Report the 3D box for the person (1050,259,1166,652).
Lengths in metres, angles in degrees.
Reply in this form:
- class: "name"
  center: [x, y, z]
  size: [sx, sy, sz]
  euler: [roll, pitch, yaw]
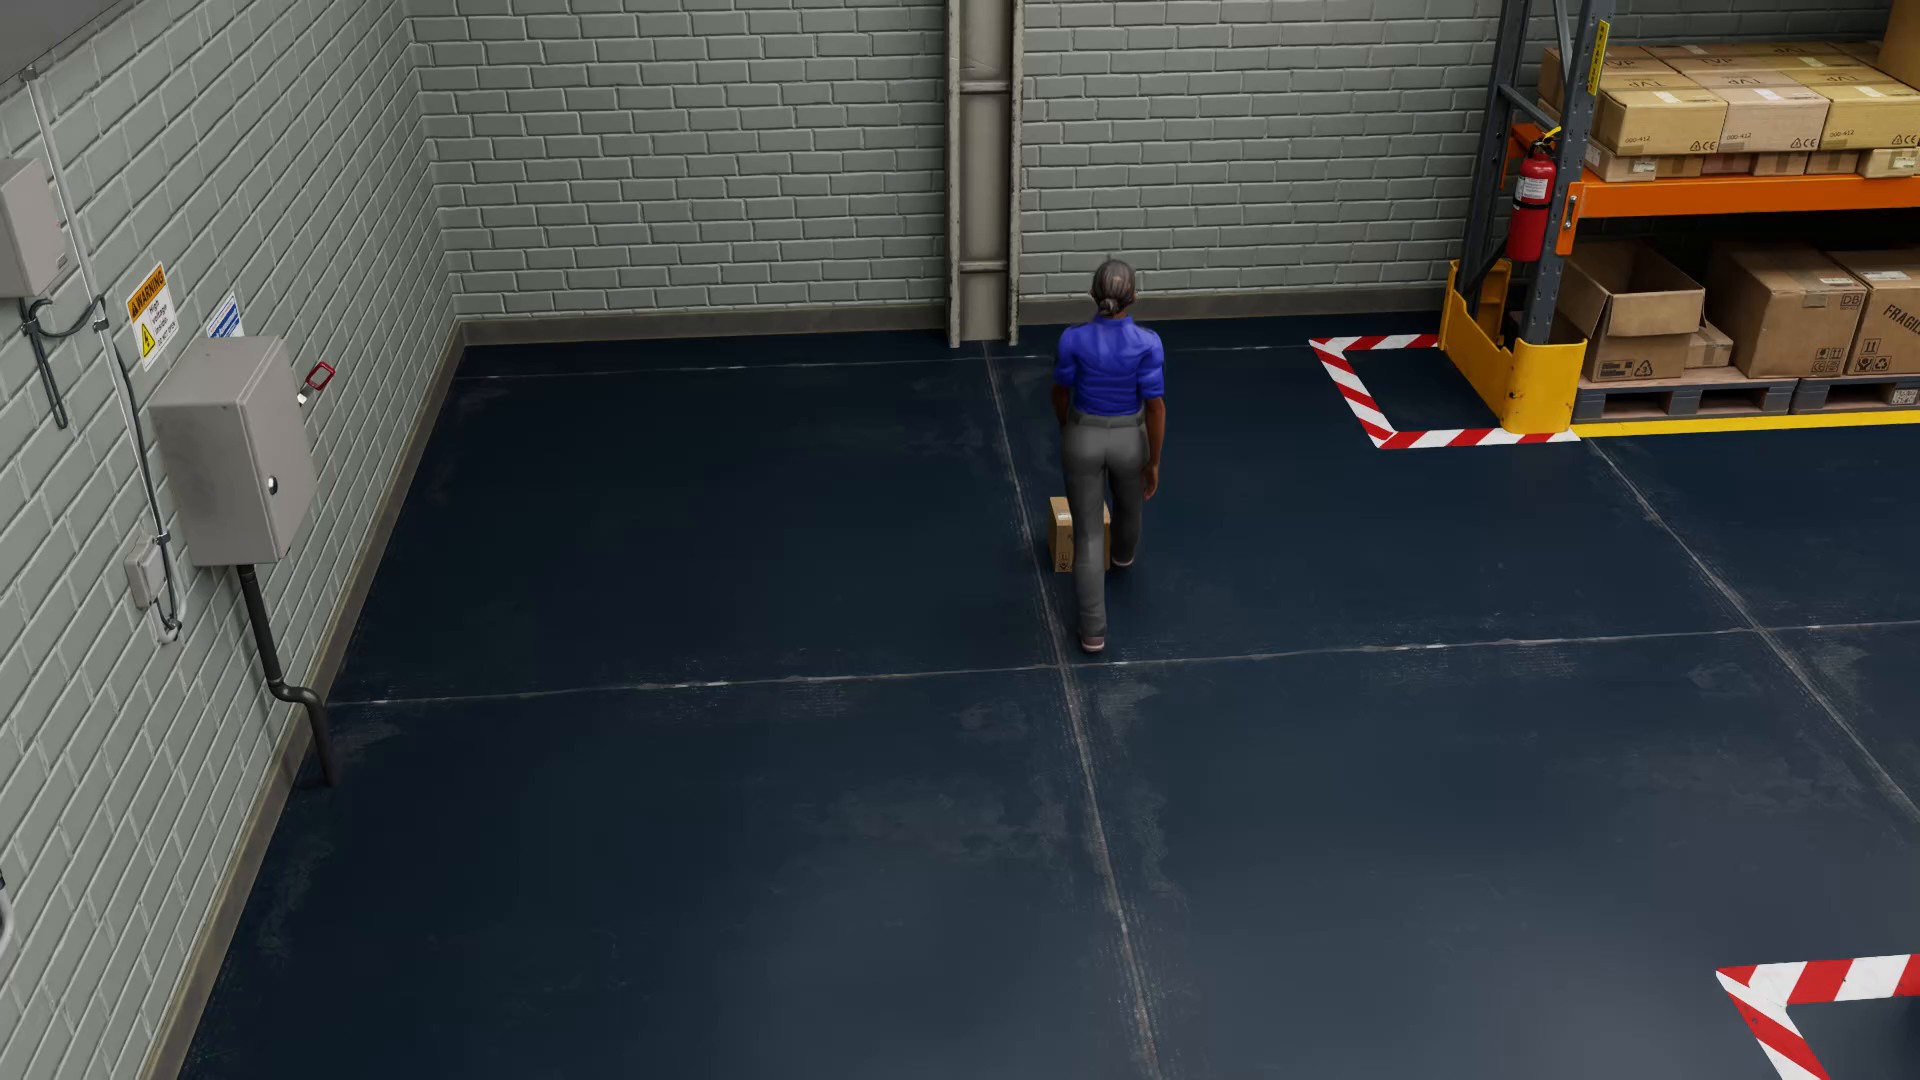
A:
- class: "person"
  center: [0.587, -0.443, 6.848]
  size: [0.451, 1.618, 0.920]
  euler: [0, 31, 0]
